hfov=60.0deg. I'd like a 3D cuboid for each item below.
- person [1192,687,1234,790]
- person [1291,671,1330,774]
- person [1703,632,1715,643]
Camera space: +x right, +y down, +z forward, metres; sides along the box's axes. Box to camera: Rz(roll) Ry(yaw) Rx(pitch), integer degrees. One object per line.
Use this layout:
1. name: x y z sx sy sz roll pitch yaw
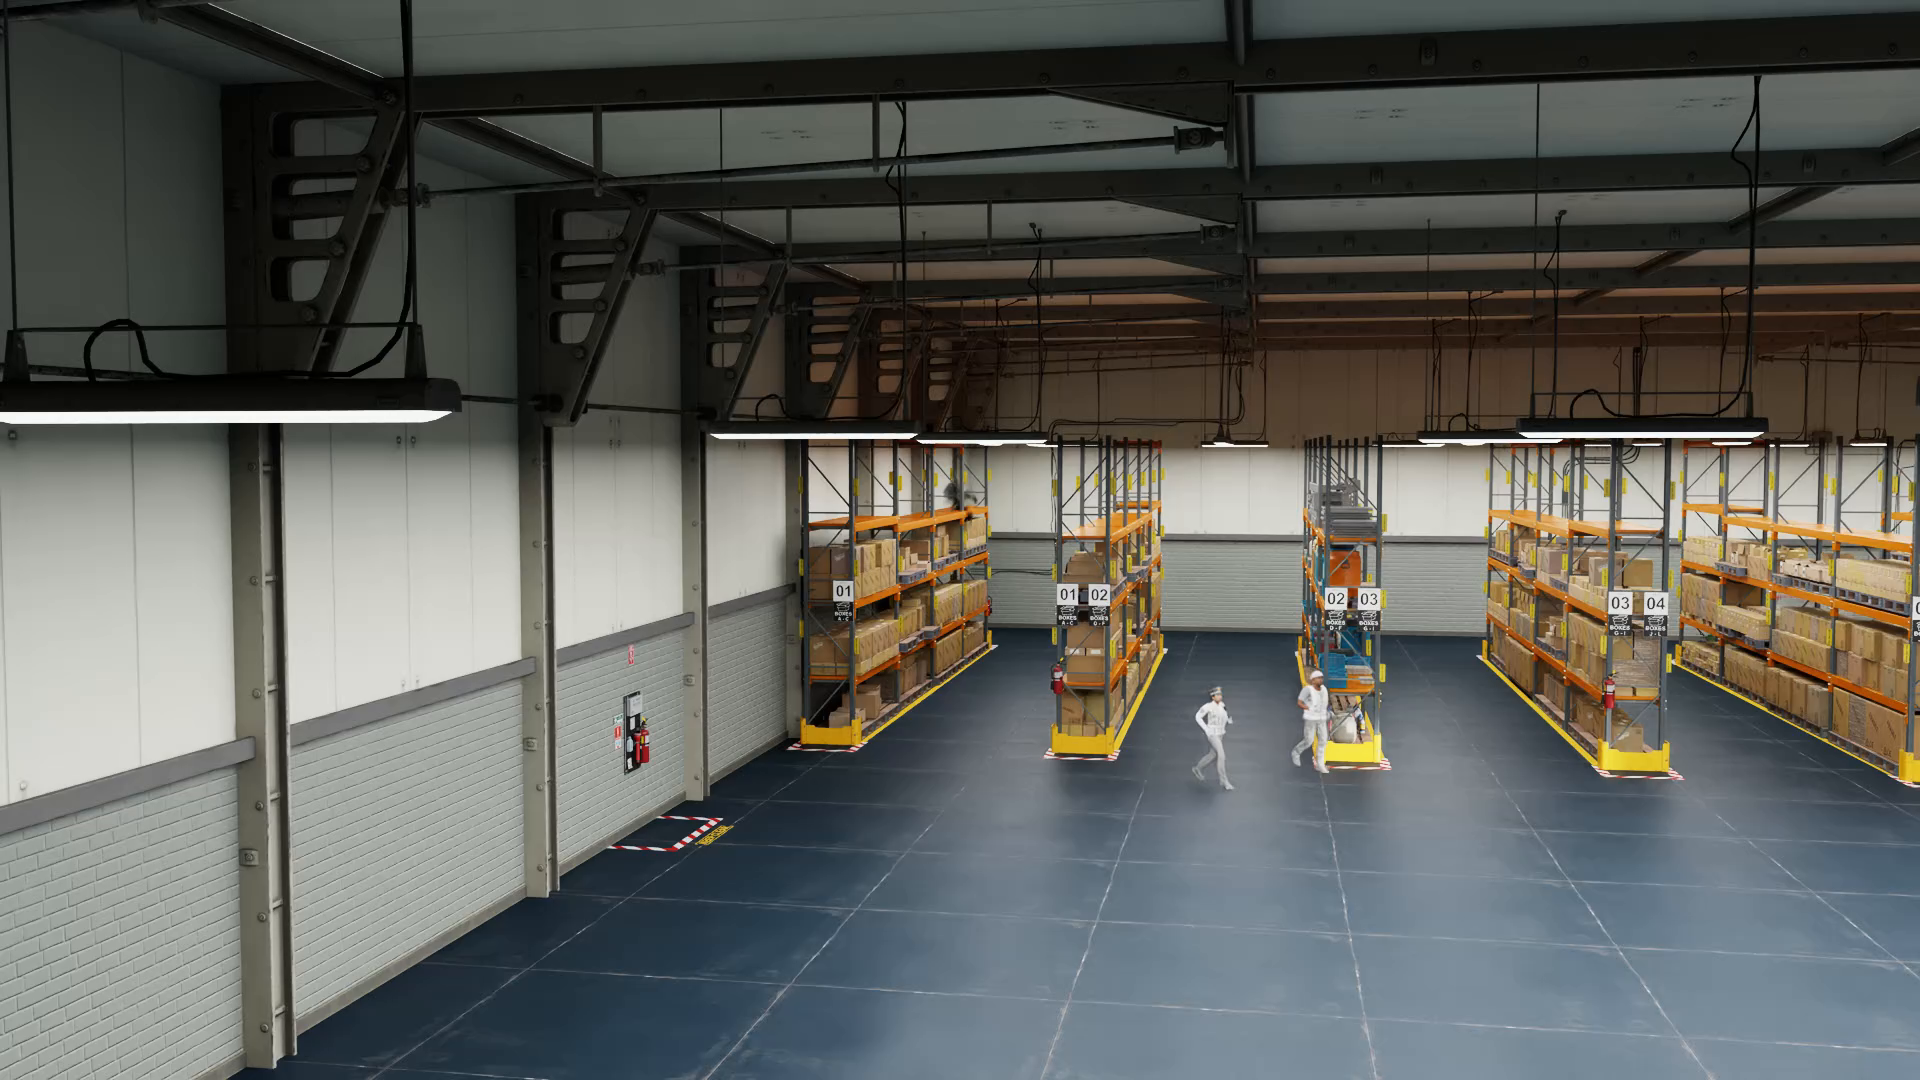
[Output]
1. person: 4.339 3.341 28.354 0.866 1.724 0.596 3 4 43
2. person: 6.335 3.224 29.687 0.709 1.785 0.871 -2 3 -27
3. person: 20.649 2.385 45.523 0.720 1.814 0.619 1 3 11
